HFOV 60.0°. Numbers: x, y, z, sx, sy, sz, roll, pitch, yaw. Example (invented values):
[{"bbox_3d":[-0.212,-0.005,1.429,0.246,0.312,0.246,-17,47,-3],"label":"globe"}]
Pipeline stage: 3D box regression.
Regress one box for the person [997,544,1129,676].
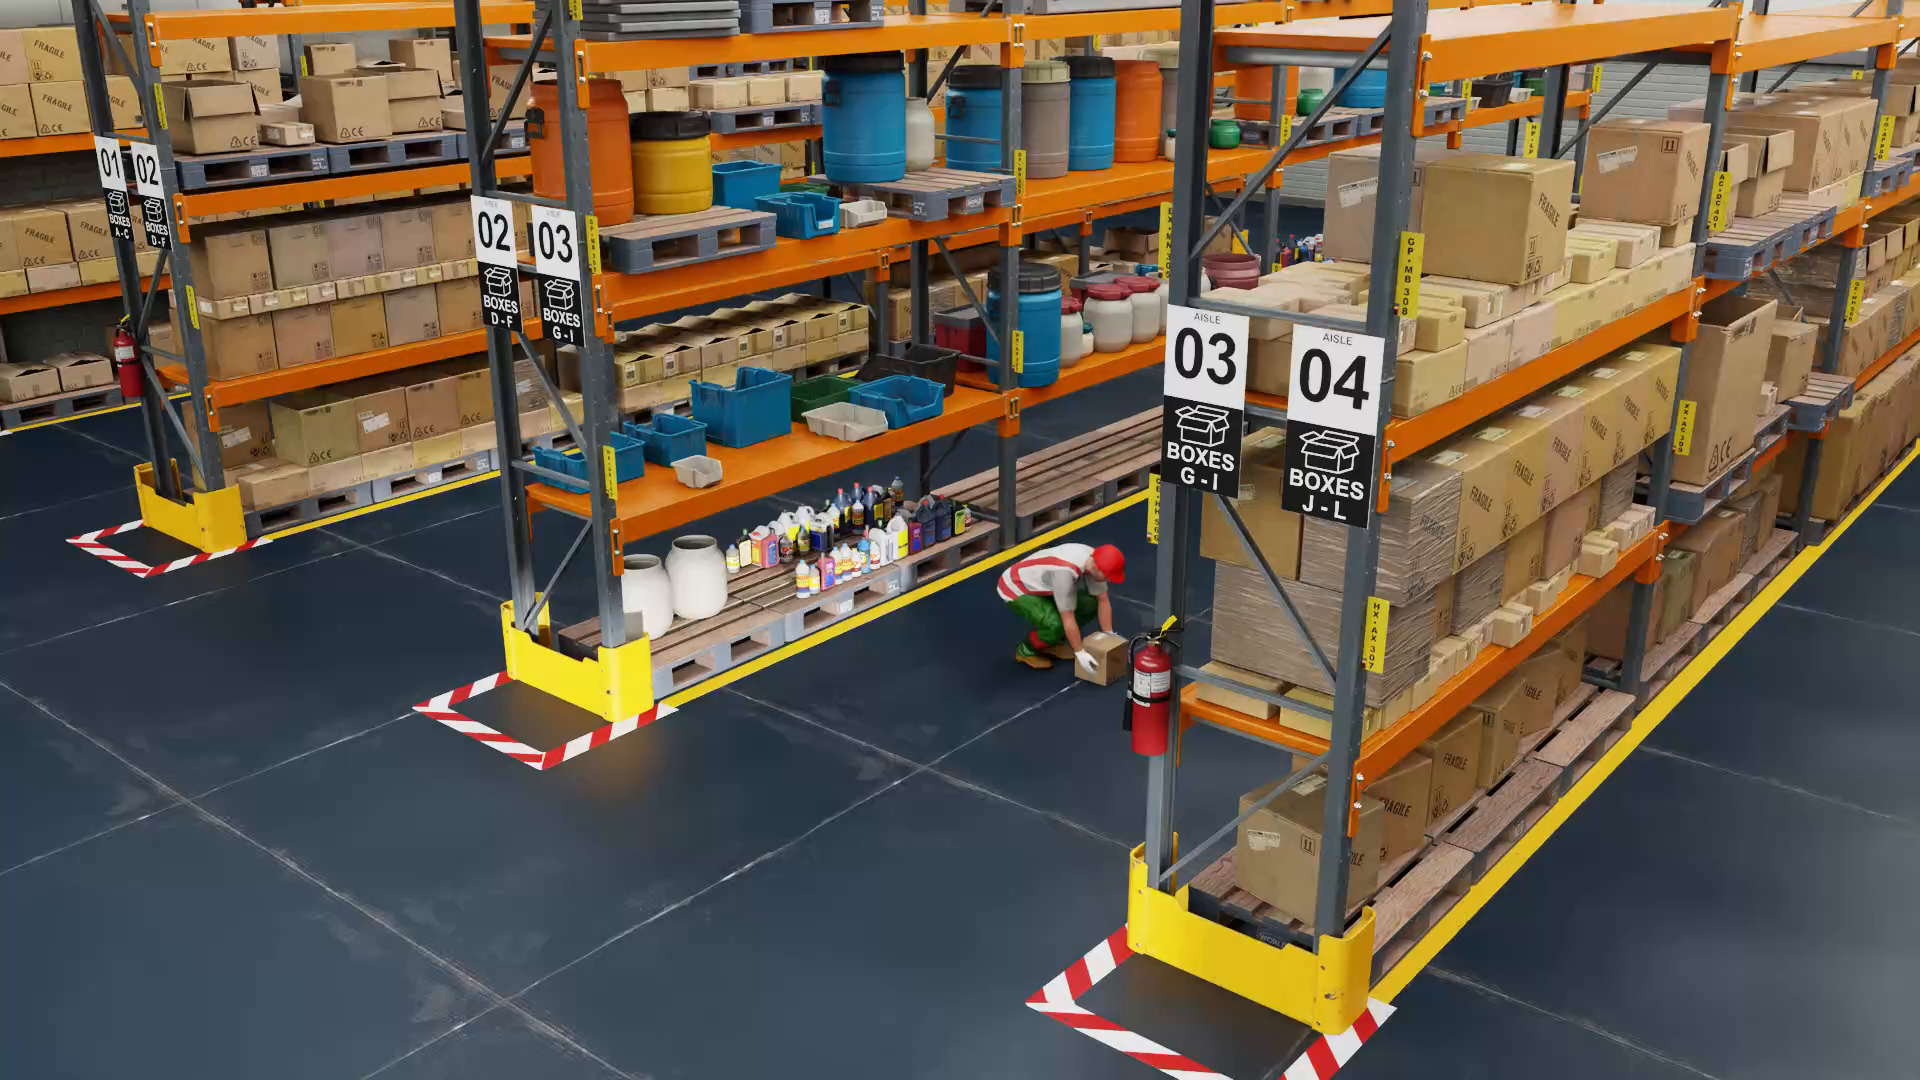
[{"bbox_3d":[0.693,0.402,11.212,0.886,0.921,0.573,16,25,36],"label":"person"}]
